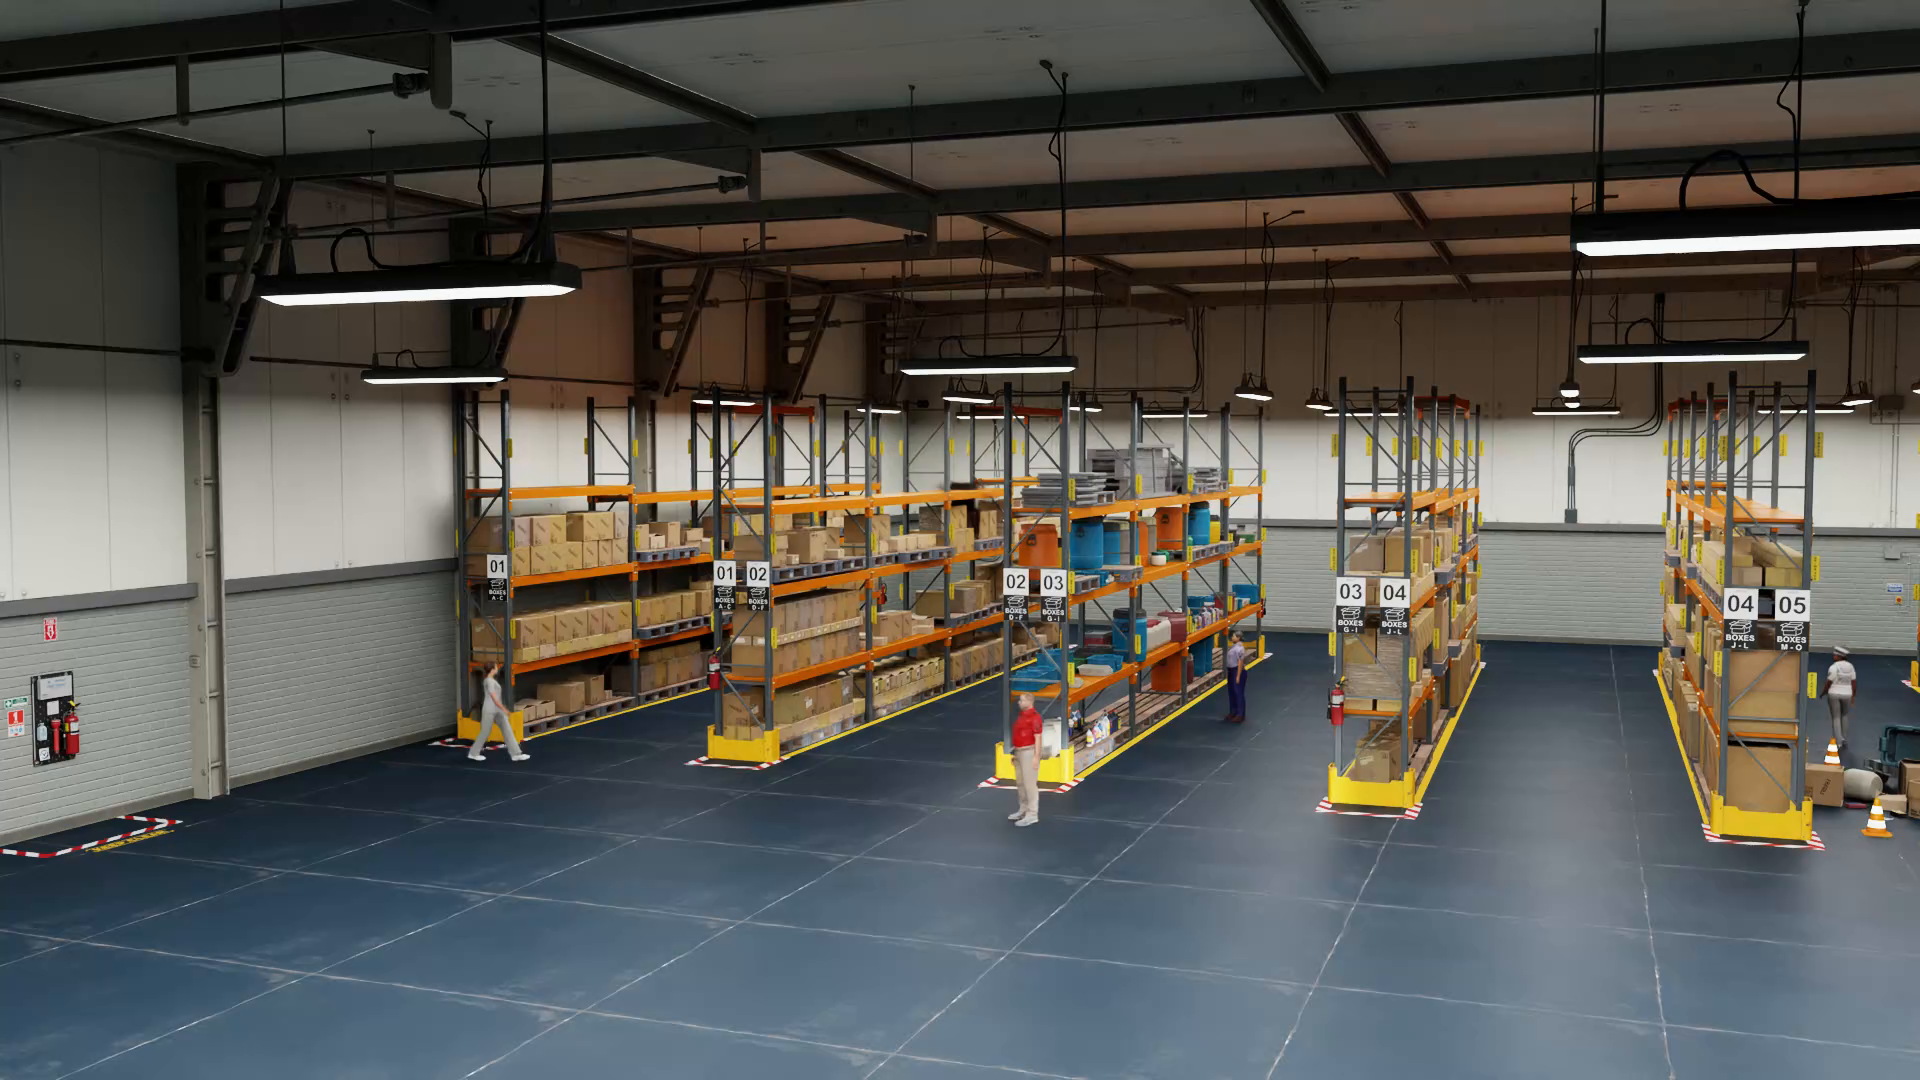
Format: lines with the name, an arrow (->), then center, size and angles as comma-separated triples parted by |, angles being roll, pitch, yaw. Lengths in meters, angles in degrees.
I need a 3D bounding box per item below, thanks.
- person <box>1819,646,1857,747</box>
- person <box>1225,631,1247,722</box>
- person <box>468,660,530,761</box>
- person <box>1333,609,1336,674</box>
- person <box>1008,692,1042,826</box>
person -> 14.693, 2.625, 27.821 | 0.540, 1.707, 0.732 | 1, 3, 18
person -> 5.081, 2.490, 30.583 | 0.361, 1.656, 0.510 | 0, 3, -8
person -> -7.364, 2.714, 26.399 | 1.013, 1.611, 0.410 | 1, 3, 20
person -> 8.508, 2.084, 36.900 | 0.526, 1.722, 1.117 | 1, 3, 18
person -> 0.856, 2.915, 22.293 | 0.395, 1.748, 0.563 | -1, 3, -22
